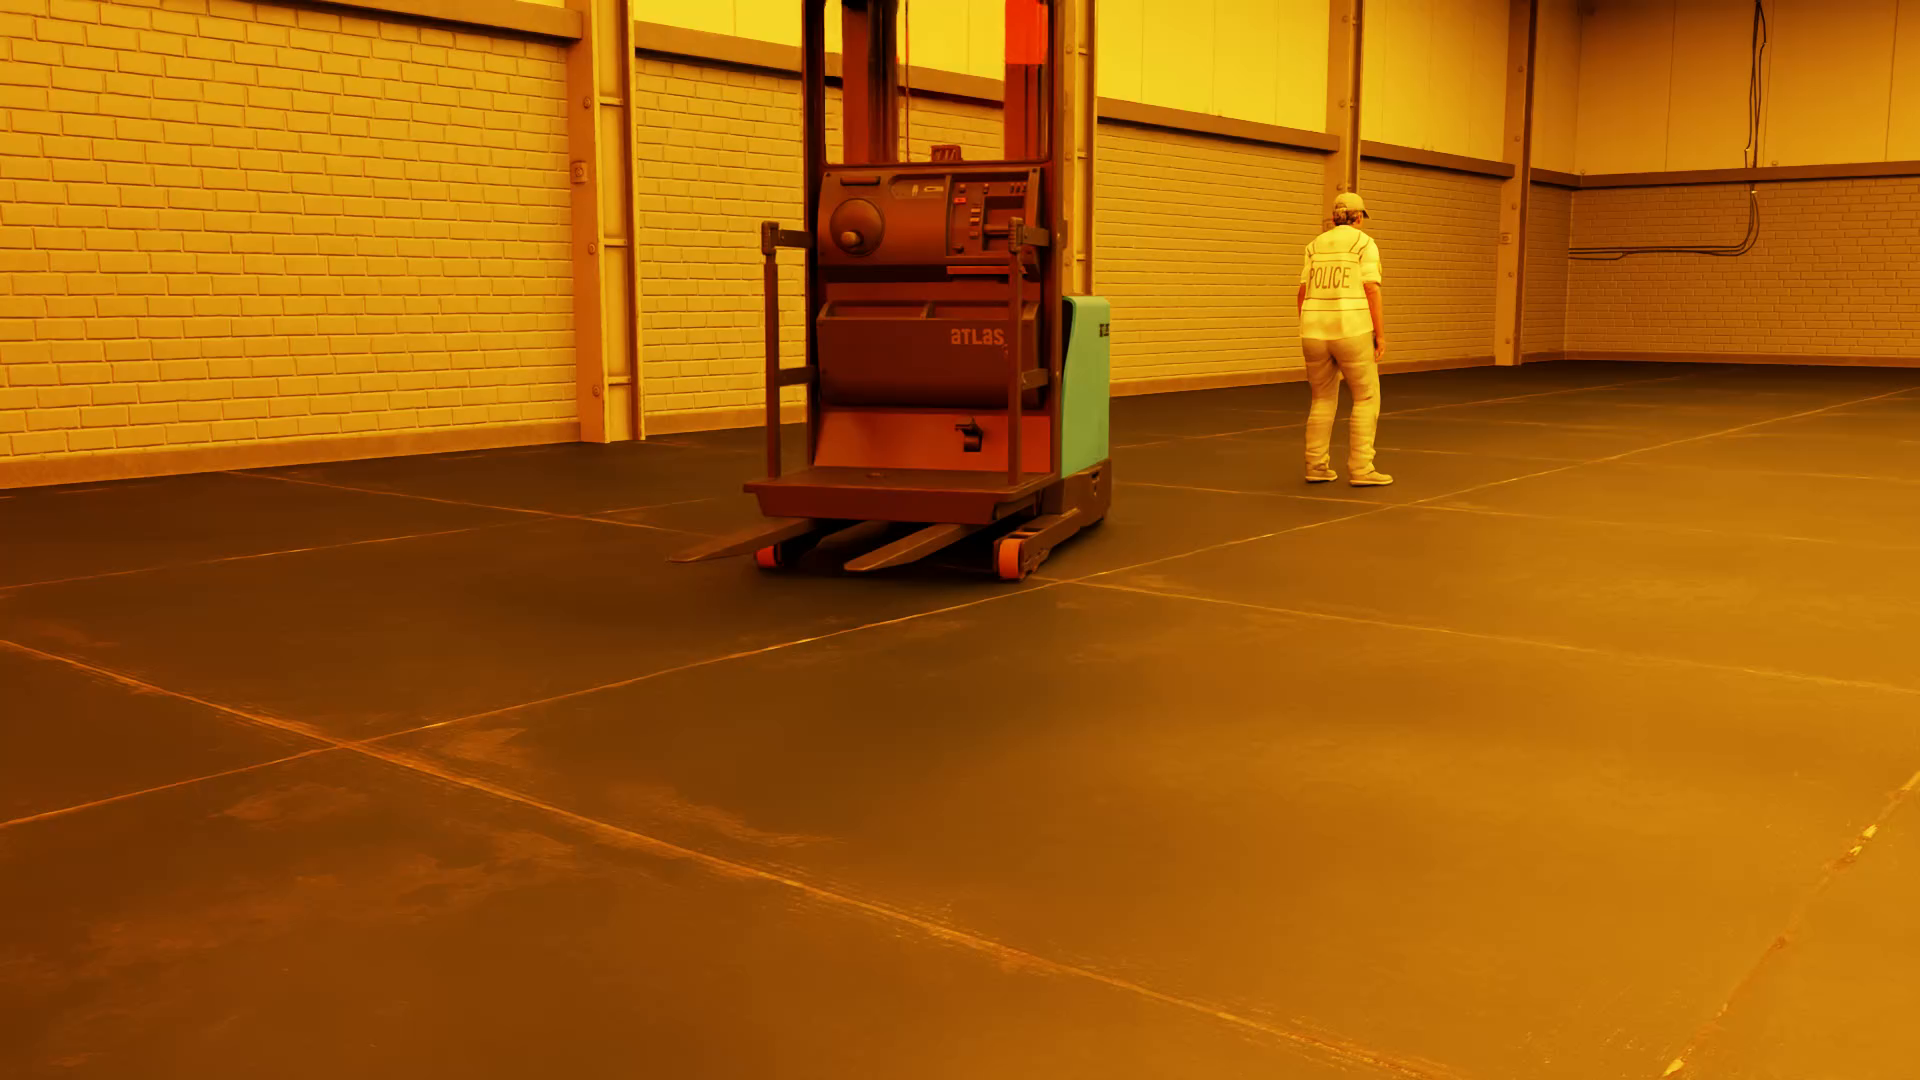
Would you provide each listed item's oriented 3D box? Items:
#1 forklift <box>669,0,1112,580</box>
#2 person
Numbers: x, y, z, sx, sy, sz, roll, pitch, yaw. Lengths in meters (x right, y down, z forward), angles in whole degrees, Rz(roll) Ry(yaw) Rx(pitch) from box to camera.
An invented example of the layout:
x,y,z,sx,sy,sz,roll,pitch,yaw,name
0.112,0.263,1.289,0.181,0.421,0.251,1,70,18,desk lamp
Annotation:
x,y,z,sx,sy,sz,roll,pitch,yaw,name
-0.190,-1.359,6.569,1.130,2.935,3.031,3,9,17,forklift
2.214,-1.156,9.561,0.555,1.665,0.467,7,11,42,person
